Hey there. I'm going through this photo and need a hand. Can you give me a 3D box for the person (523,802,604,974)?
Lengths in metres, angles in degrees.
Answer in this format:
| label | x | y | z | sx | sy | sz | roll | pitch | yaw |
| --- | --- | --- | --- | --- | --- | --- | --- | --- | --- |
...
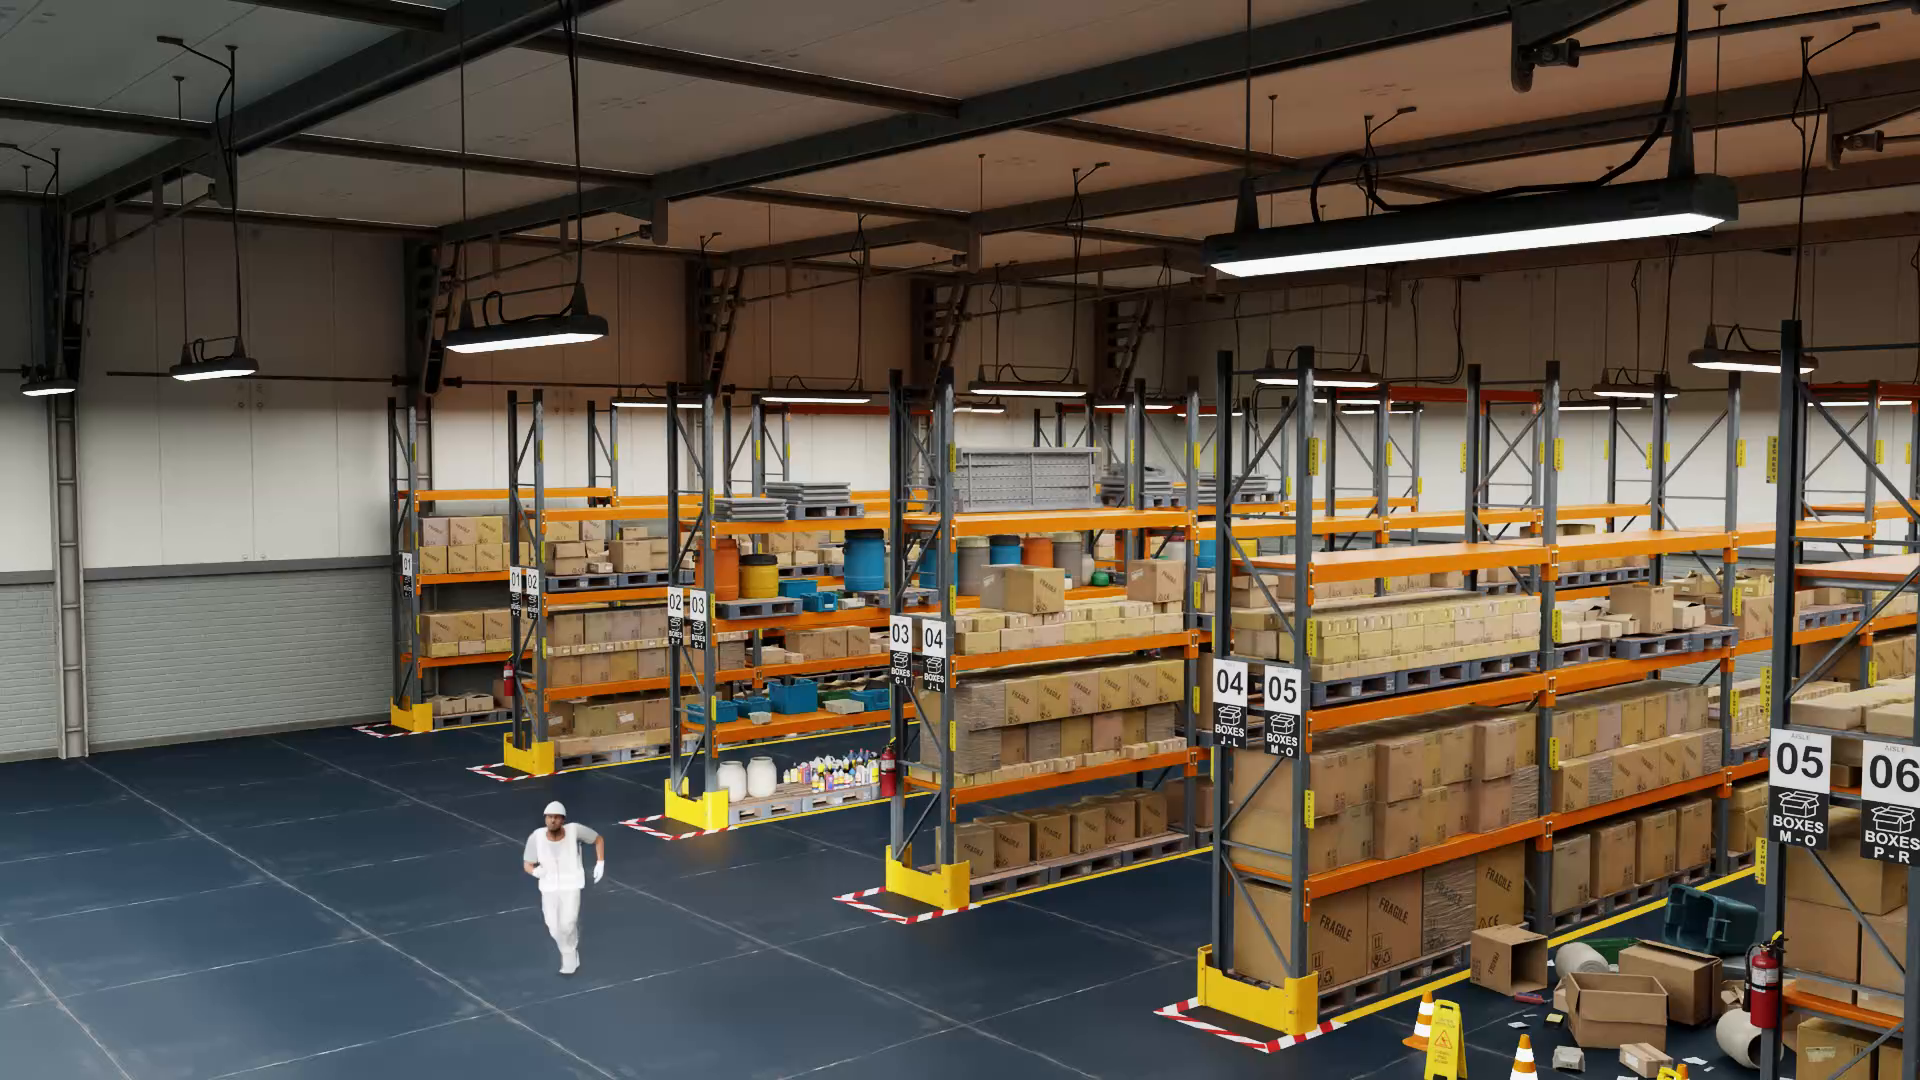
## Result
| label | x | y | z | sx | sy | sz | roll | pitch | yaw |
| --- | --- | --- | --- | --- | --- | --- | --- | --- | --- |
| person | -3.808 | 3.353 | 15.920 | 0.726 | 1.719 | 0.728 | 0 | 3 | -3 |
